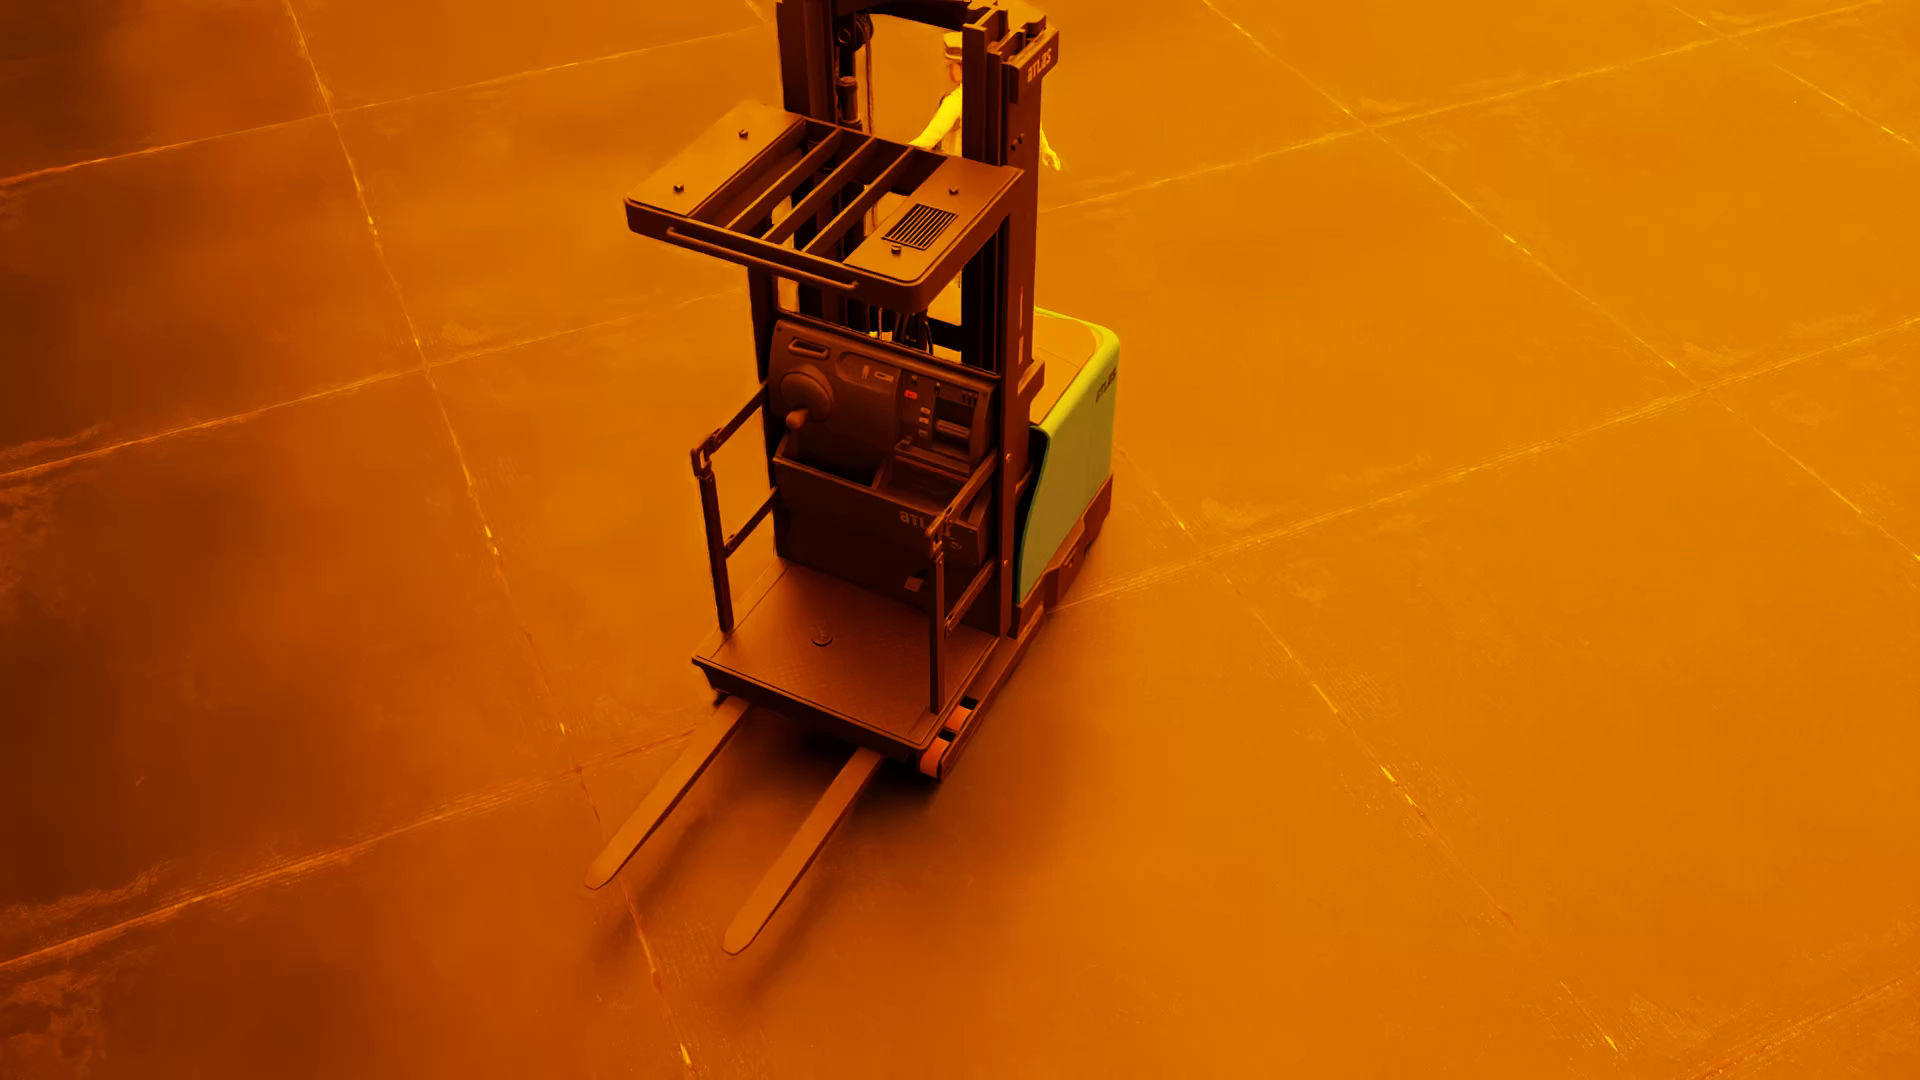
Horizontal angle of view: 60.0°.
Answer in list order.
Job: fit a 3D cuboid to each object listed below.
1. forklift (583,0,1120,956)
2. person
[{"bbox_3d":[-0.408,-0.453,6.165,1.130,2.935,3.031,19,46,19],"label":"forklift"},{"bbox_3d":[0.070,-1.947,8.843,1.042,1.555,0.468,-20,47,-20],"label":"person"}]
